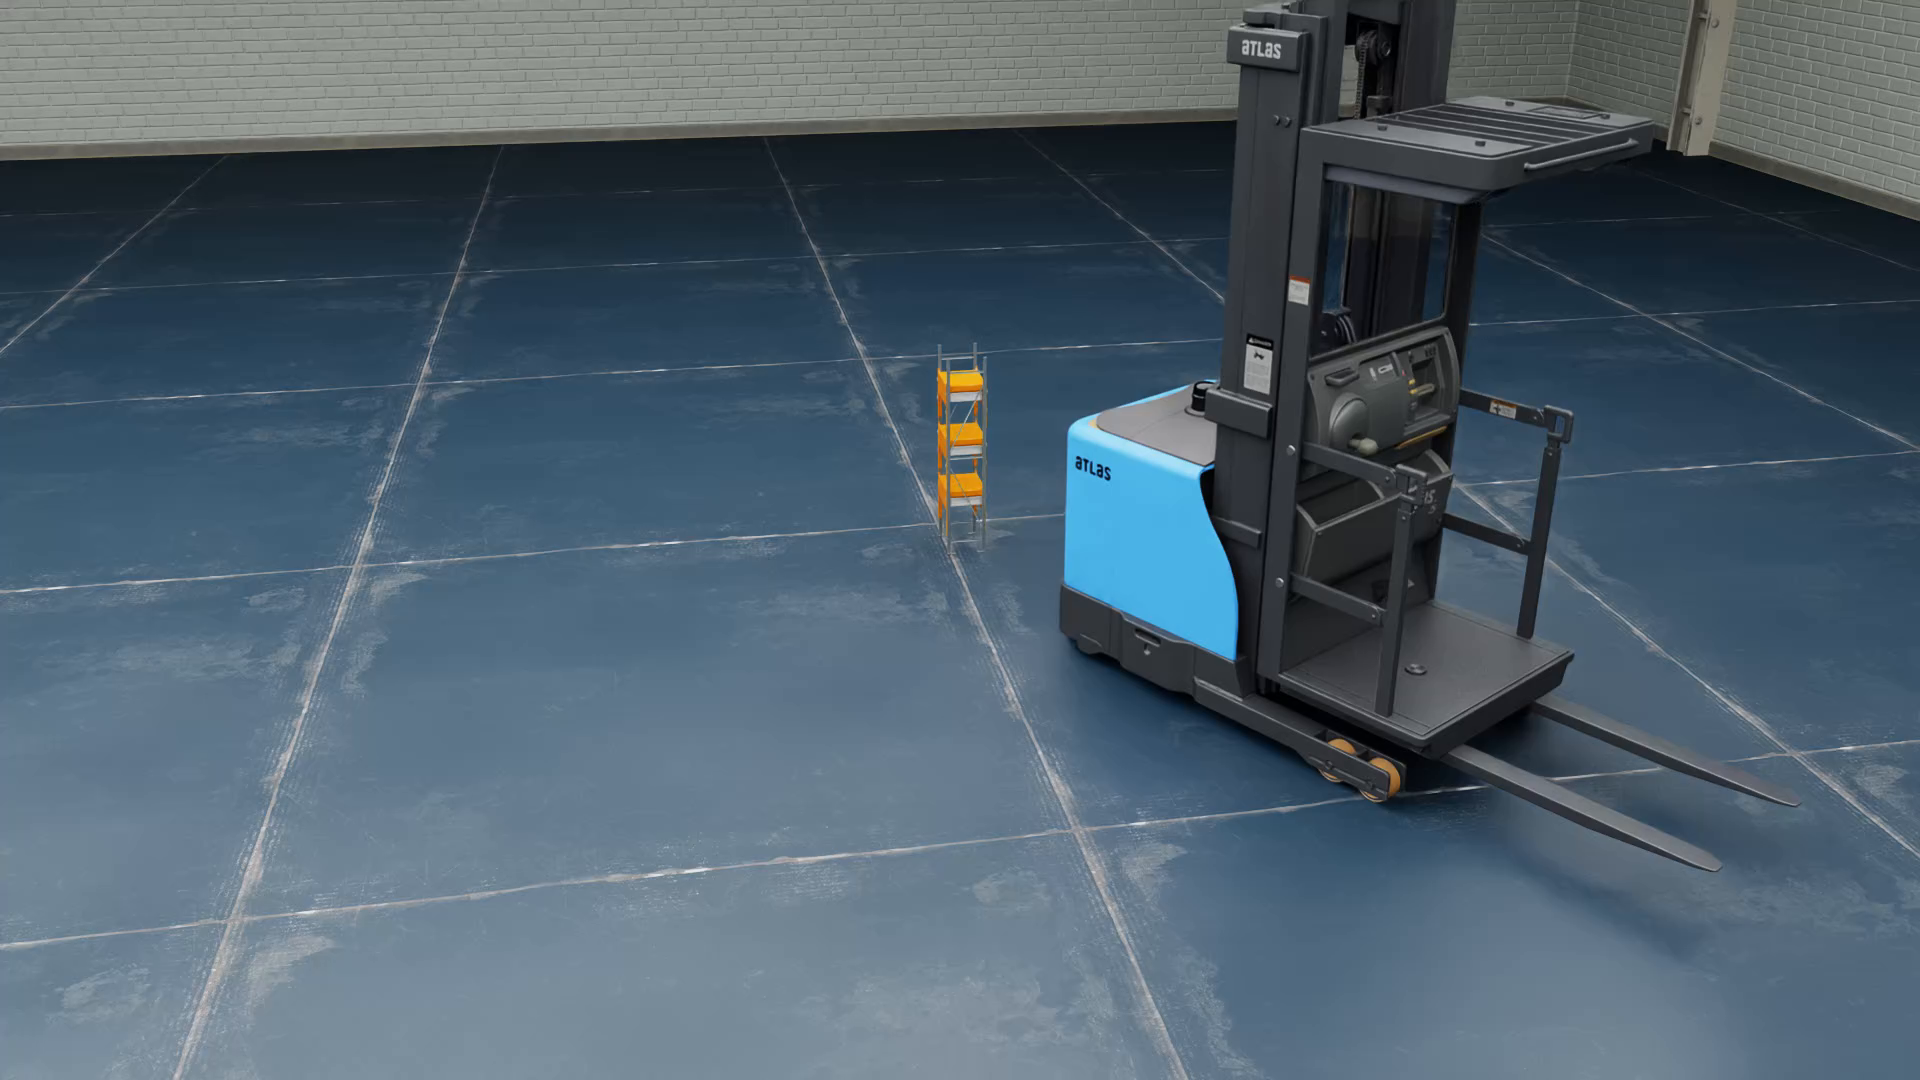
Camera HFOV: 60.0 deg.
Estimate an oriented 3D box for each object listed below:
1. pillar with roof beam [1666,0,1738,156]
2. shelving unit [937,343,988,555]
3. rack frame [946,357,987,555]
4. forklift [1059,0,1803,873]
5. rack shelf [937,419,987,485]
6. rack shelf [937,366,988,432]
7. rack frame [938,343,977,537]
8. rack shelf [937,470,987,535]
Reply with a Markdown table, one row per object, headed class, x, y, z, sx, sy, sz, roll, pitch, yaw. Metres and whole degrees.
| class | x | y | z | sx | sy | sz | roll | pitch | yaw |
| --- | --- | --- | --- | --- | --- | --- | --- | --- | --- |
| pillar with roof beam | 3.991 | -8.187 | 16.253 | 9.100 | 9.000 | 0.400 | -4 | 24 | -10 |
| shelving unit | 0.010 | -0.460 | 8.492 | 0.215 | 1.050 | 0.252 | -4 | 24 | -10 |
| rack frame | 0.032 | -0.412 | 8.382 | 0.200 | 1.050 | 0.008 | -4 | 24 | -10 |
| forklift | 1.806 | -0.560 | 6.369 | 1.130 | 2.935 | 3.031 | -19 | 30 | -37 |
| rack shelf | 0.010 | -0.450 | 8.496 | 0.215 | 0.259 | 0.240 | -4 | 24 | -10 |
| rack shelf | 0.010 | -0.710 | 8.382 | 0.215 | 0.259 | 0.240 | -4 | 24 | -10 |
| rack frame | -0.013 | -0.508 | 8.602 | 0.200 | 1.050 | 0.008 | -4 | 24 | -10 |
| rack shelf | 0.010 | -0.196 | 8.607 | 0.215 | 0.259 | 0.240 | -4 | 24 | -10 |
